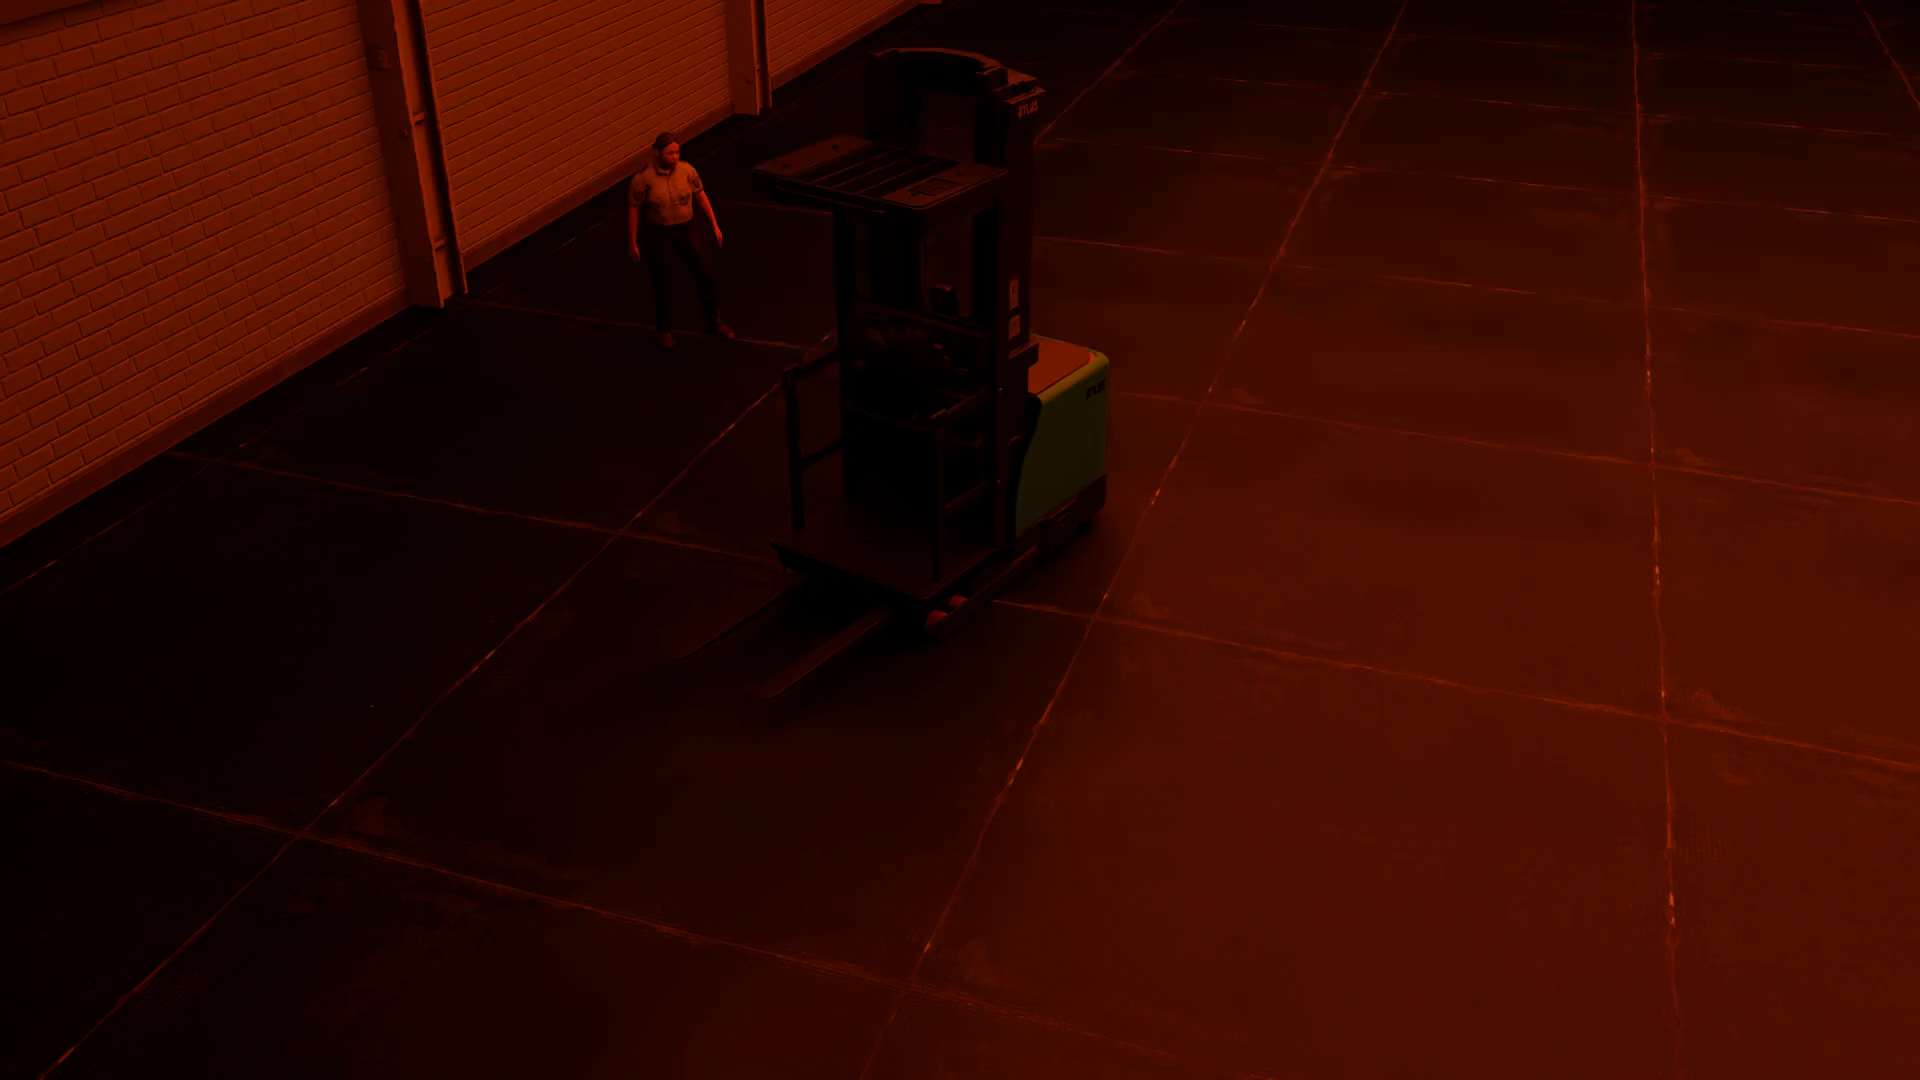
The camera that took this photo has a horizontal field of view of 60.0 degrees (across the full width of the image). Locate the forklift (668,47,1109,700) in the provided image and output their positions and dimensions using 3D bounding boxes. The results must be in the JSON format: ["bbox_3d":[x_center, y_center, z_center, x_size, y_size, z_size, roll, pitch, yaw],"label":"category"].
[{"bbox_3d":[-0.362,-0.993,8.878,1.130,2.935,3.031,19,35,30],"label":"forklift"}]

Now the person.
[{"bbox_3d":[-2.117,-2.250,12.404,0.722,1.627,0.398,-17,34,-27],"label":"person"}]
